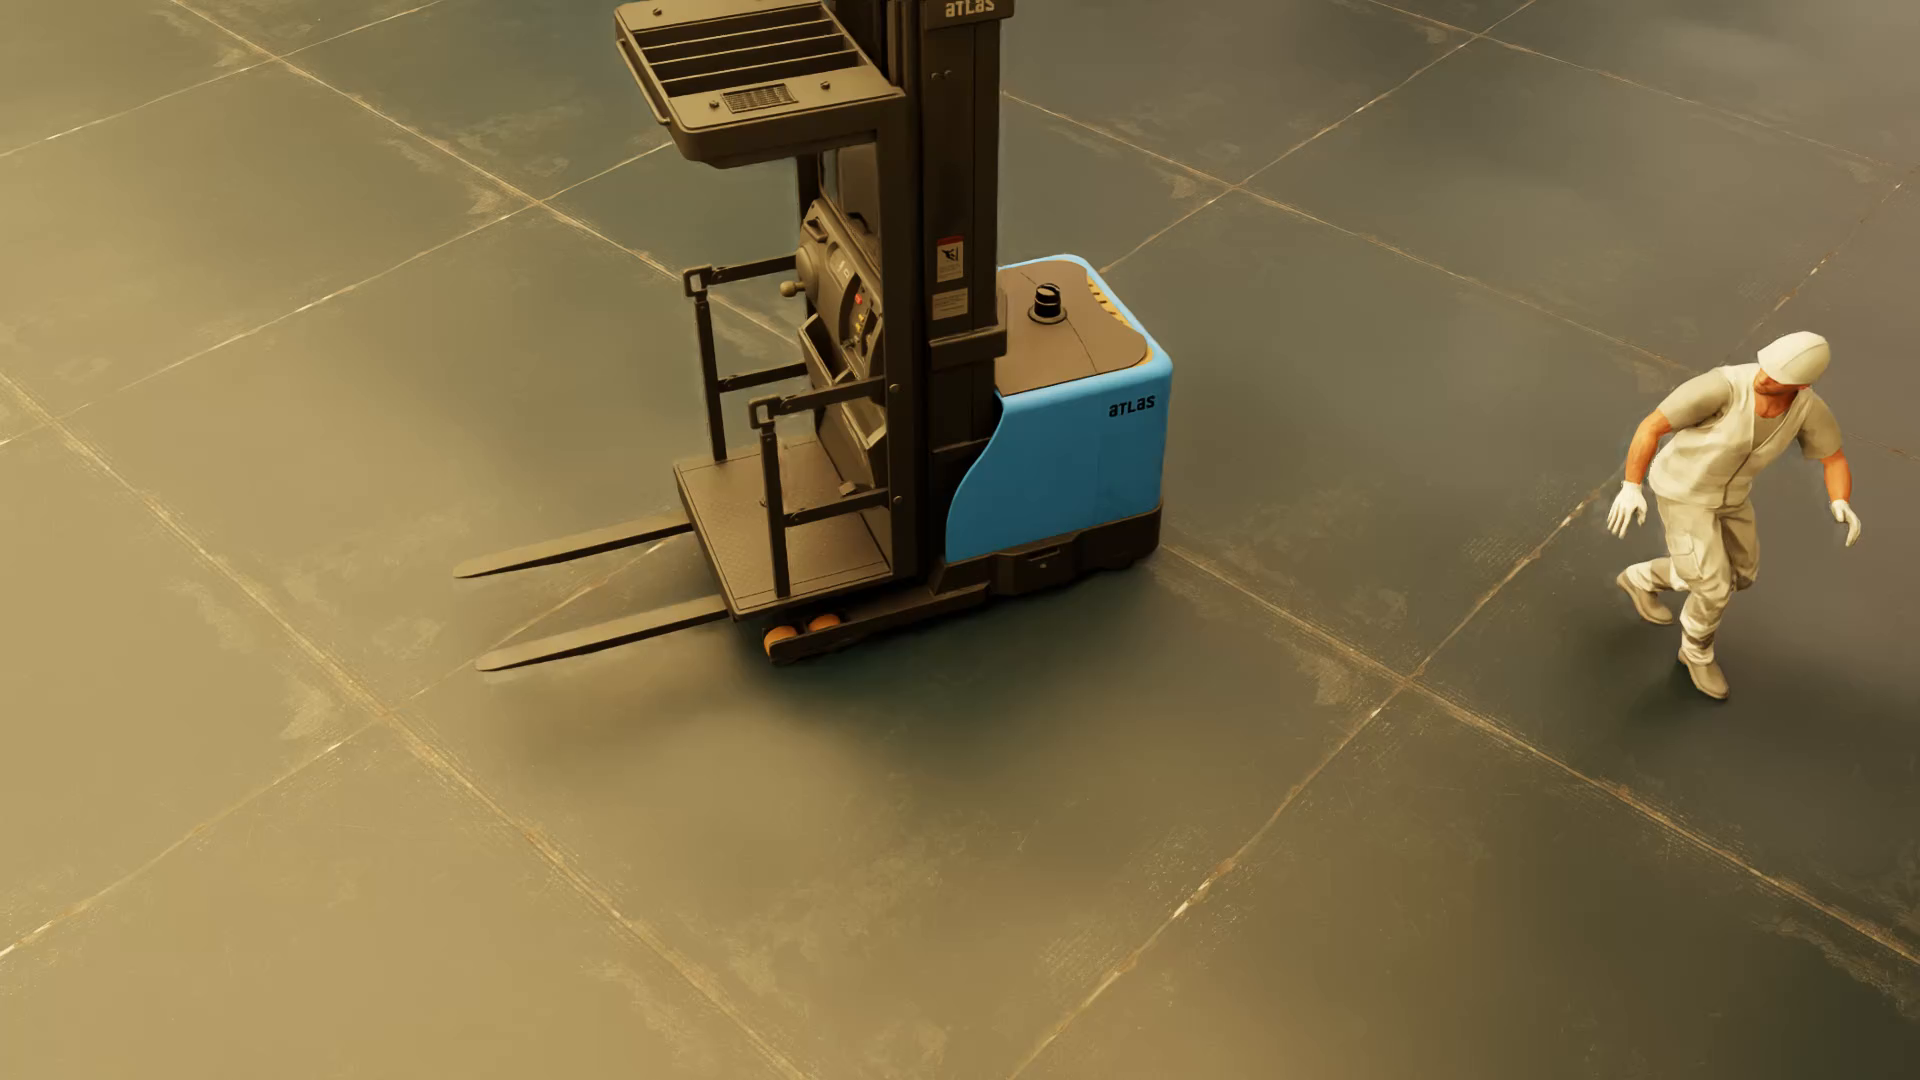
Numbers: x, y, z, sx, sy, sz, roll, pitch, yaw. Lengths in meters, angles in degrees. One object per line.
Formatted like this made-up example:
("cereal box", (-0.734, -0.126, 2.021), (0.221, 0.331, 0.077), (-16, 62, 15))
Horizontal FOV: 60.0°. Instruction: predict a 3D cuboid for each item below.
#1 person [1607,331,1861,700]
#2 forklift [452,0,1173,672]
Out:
("person", (2.986, -0.089, 6.523), (0.895, 1.644, 0.852), (-12, 42, -14))
("forklift", (-0.665, -0.976, 6.566), (3.031, 2.935, 1.130), (-14, 43, -16))
